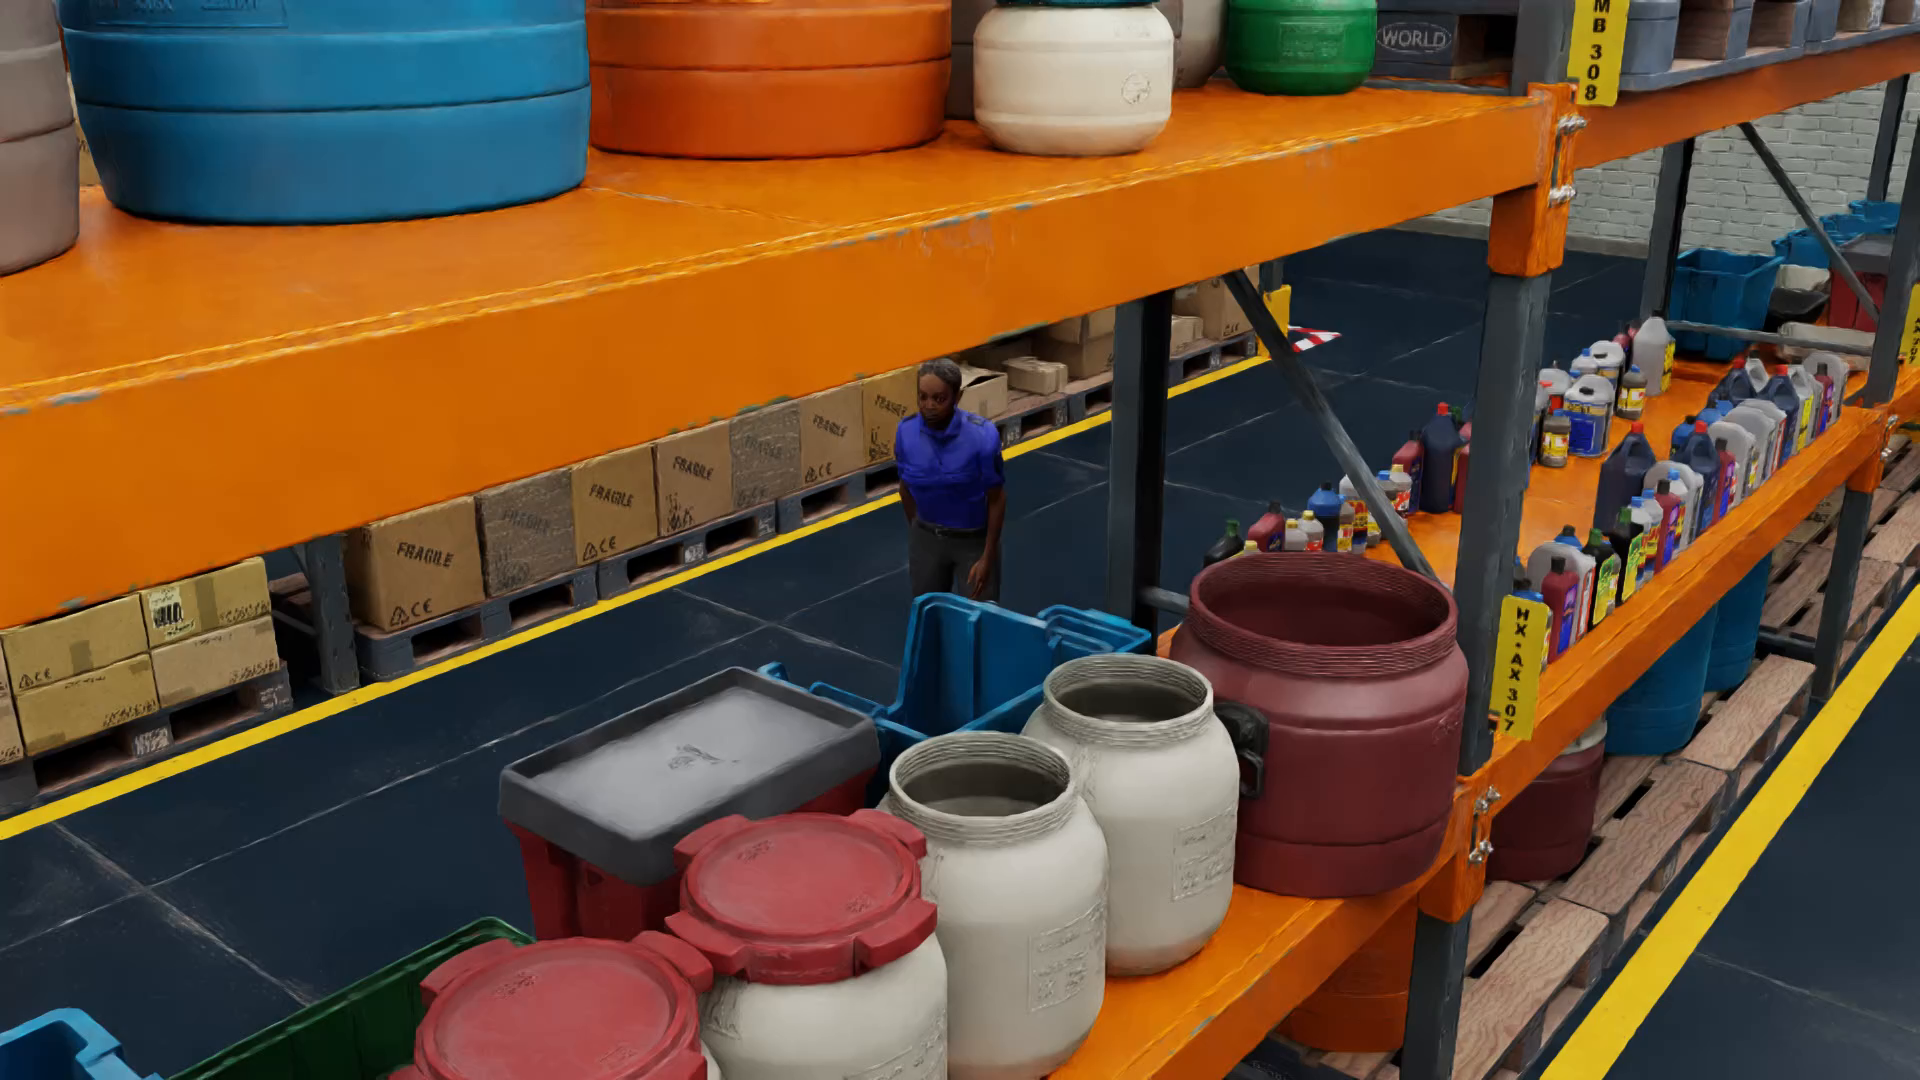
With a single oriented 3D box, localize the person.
[{"bbox_3d":[-0.019,0.030,6.538,0.448,1.636,0.615,6,21,15],"label":"person"}]
